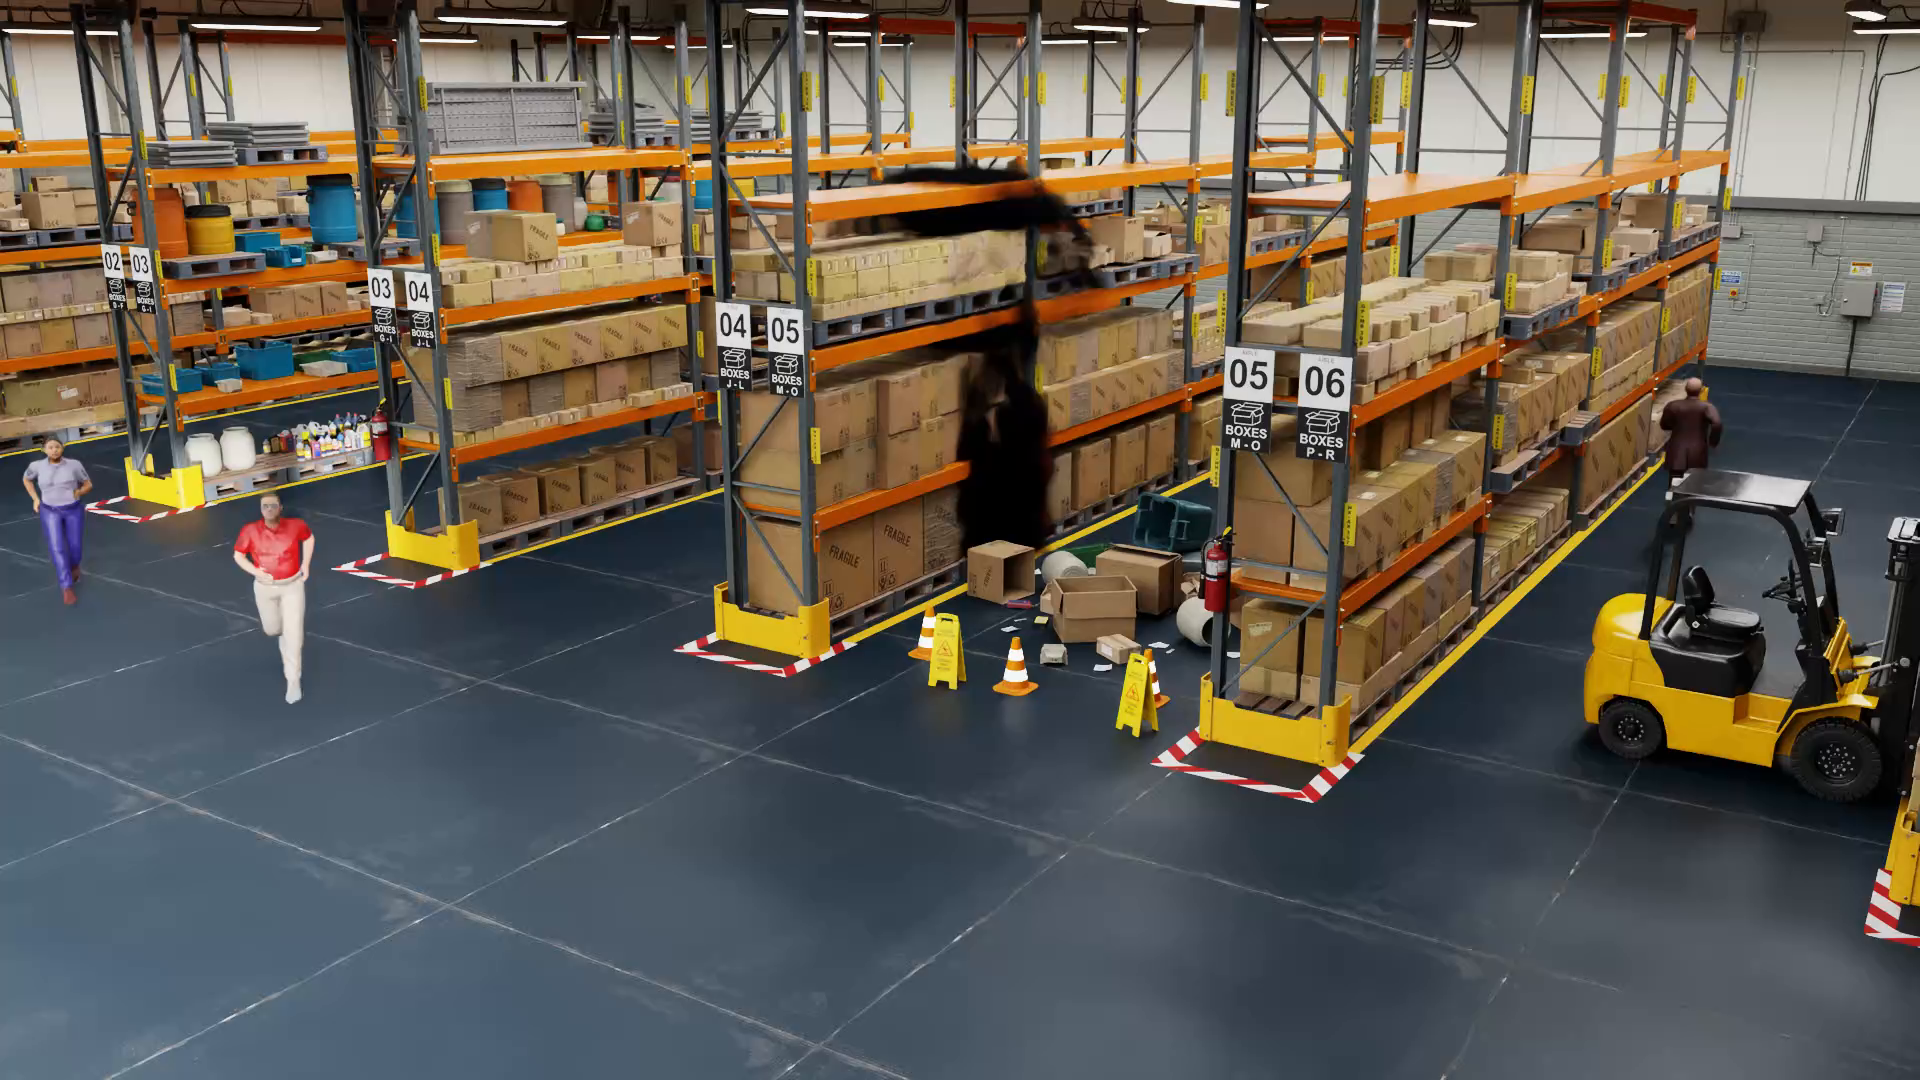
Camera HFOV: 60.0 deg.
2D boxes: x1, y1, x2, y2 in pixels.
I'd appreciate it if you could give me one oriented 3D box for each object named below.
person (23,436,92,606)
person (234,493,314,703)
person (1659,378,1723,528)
[{"bbox_3d":[-9.183,-0.243,17.031,0.605,1.661,0.906,-10,18,-32],"label":"person"},{"bbox_3d":[-5.957,0.435,14.515,0.629,1.745,1.141,-4,16,-13],"label":"person"},{"bbox_3d":[8.491,-0.978,19.424,0.672,1.849,0.855,7,17,22],"label":"person"}]
